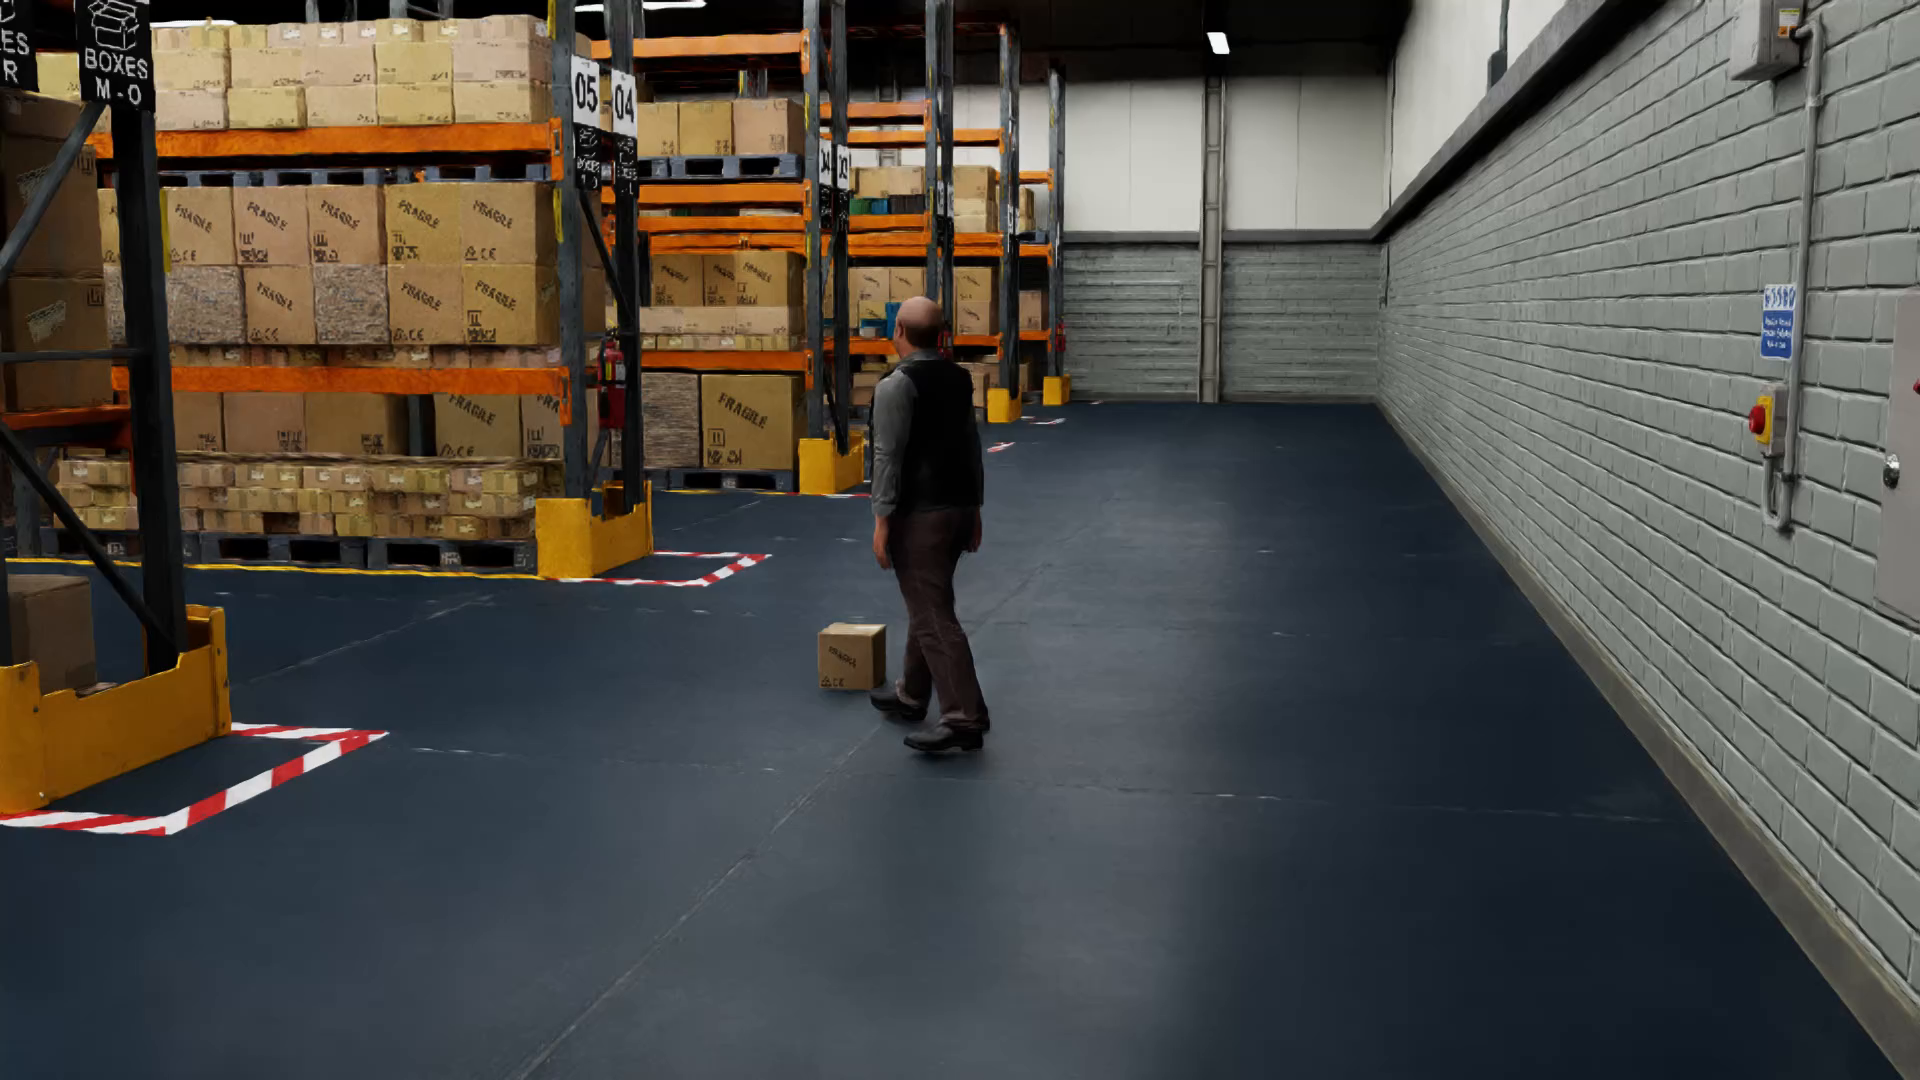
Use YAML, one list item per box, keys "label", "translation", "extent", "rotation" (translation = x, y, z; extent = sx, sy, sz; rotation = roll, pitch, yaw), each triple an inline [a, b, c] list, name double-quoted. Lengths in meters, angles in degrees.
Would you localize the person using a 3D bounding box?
- label: "person"
  translation: [-0.168, -0.083, 6.437]
  extent: [0.765, 1.699, 0.612]
  rotation: [5, 9, 32]
